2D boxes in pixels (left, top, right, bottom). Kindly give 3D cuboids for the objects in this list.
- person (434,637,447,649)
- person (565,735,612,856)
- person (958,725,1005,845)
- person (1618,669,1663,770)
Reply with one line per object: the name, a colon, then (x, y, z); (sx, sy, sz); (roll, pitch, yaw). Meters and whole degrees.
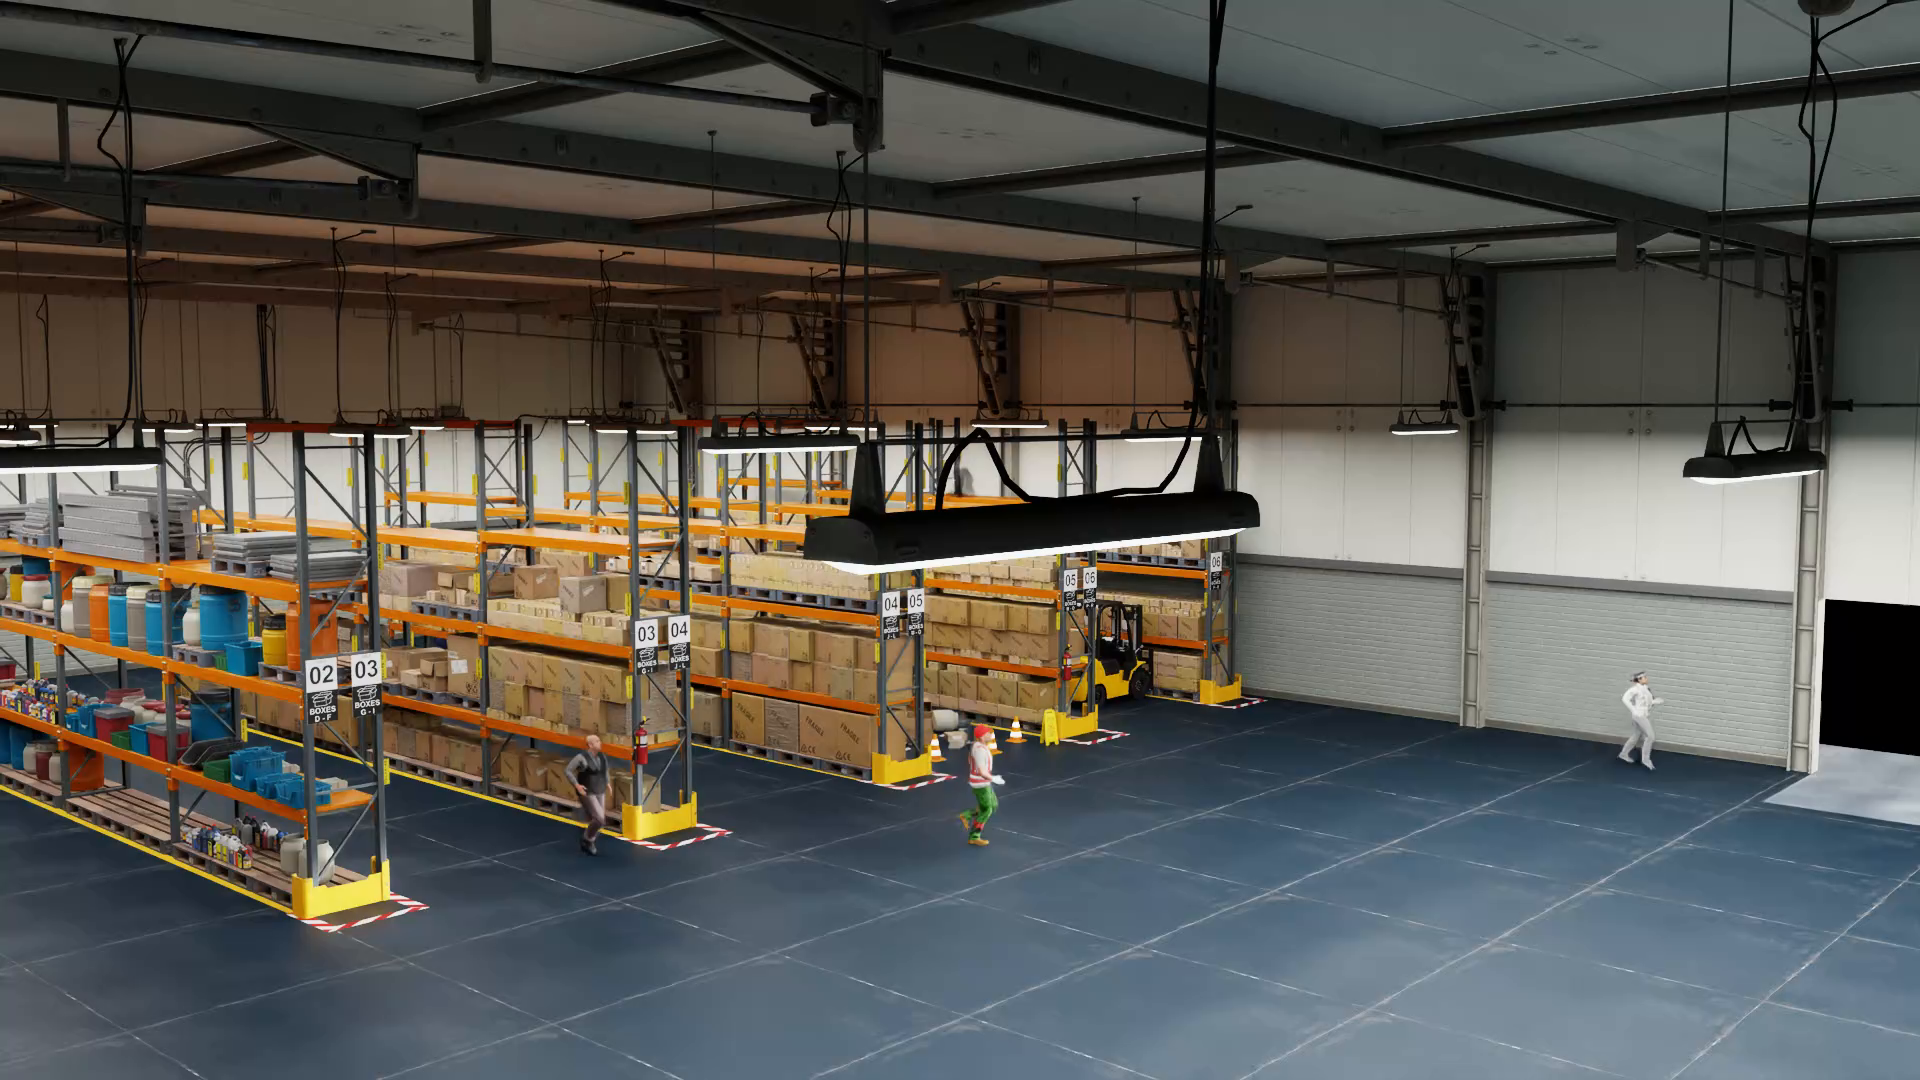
person: (-12.722, 2.182, 40.994); (0.628, 1.619, 0.616); (-4, 6, -42)
person: (-5.131, 3.577, 23.312); (0.612, 1.685, 0.677); (3, 6, 34)
person: (0.303, 3.510, 23.926); (0.668, 1.742, 0.675); (0, 5, -2)
person: (11.866, 3.117, 28.997); (0.709, 1.753, 0.593); (3, 6, 33)
